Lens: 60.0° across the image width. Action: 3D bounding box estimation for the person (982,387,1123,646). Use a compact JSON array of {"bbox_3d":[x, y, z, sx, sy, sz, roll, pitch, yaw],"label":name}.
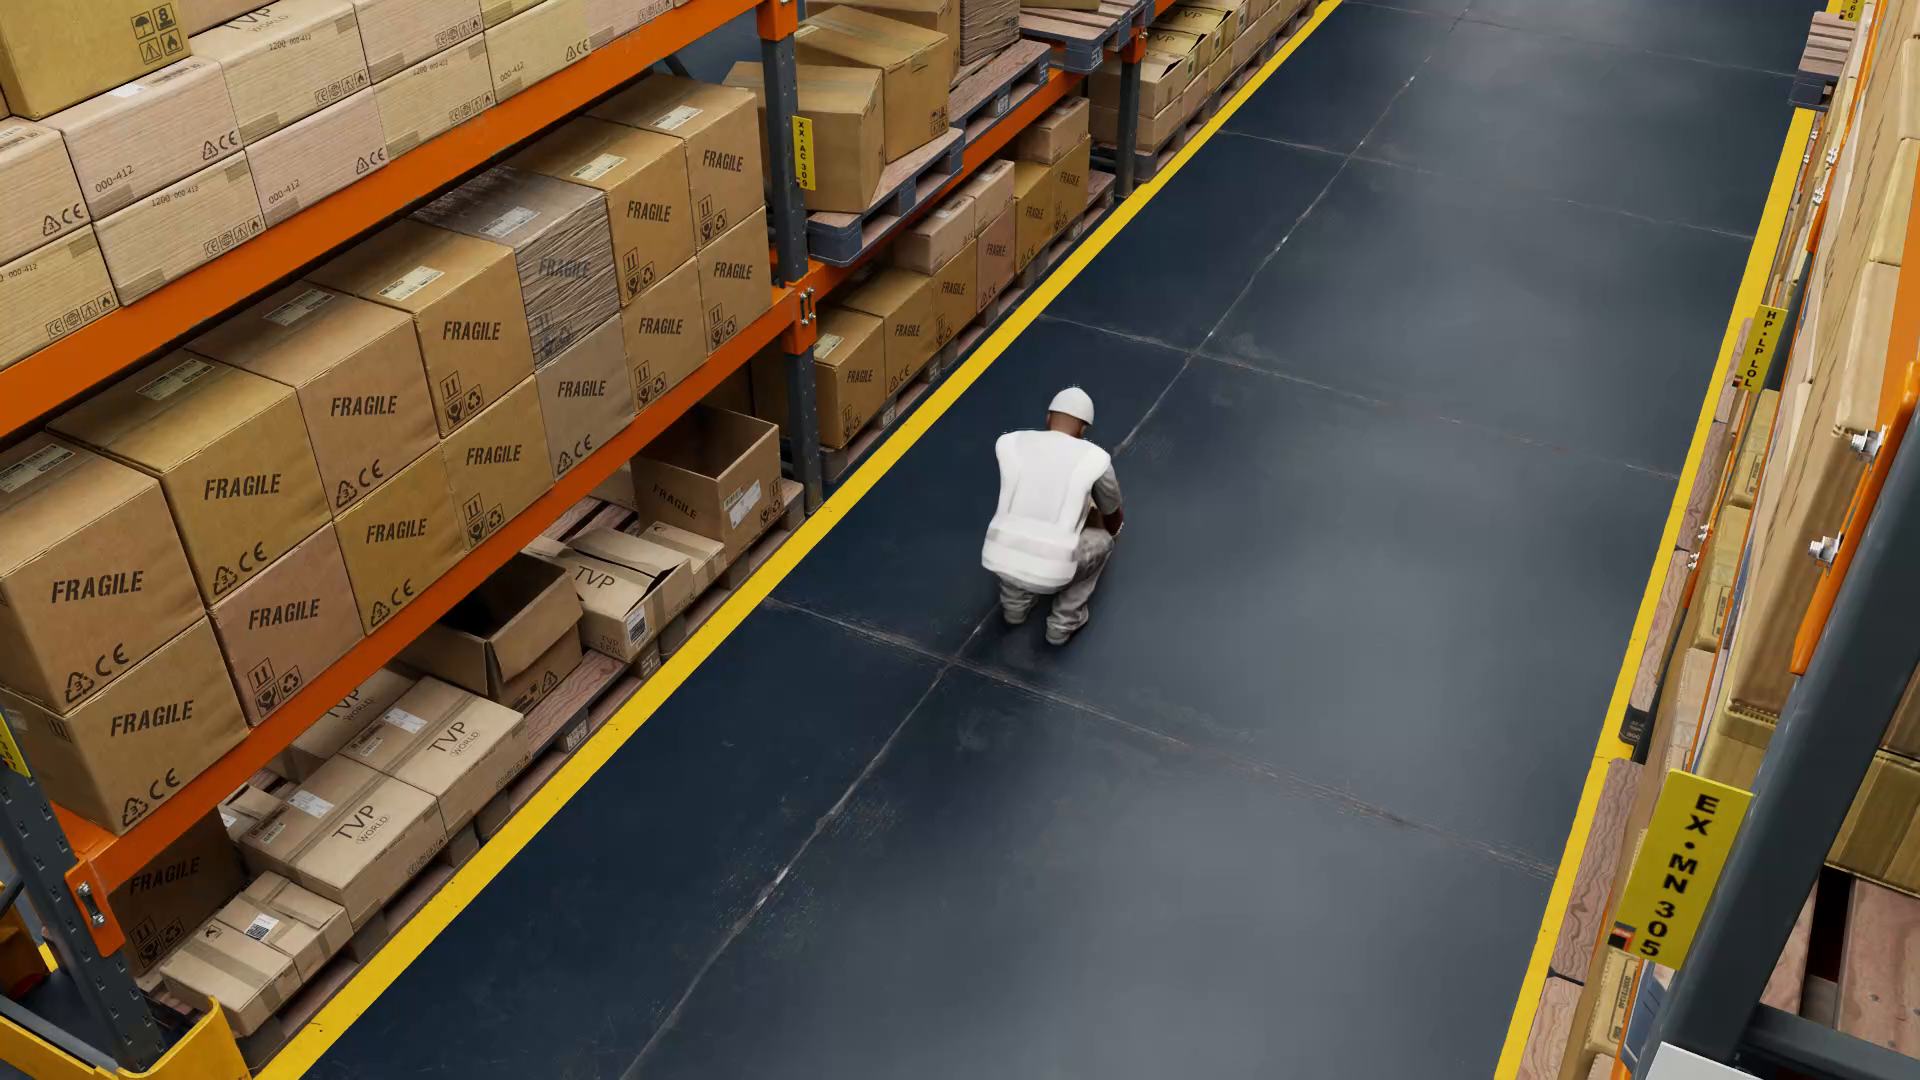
[{"bbox_3d":[0.402,-0.101,7.513,0.578,0.998,0.909,18,41,21],"label":"person"}]
